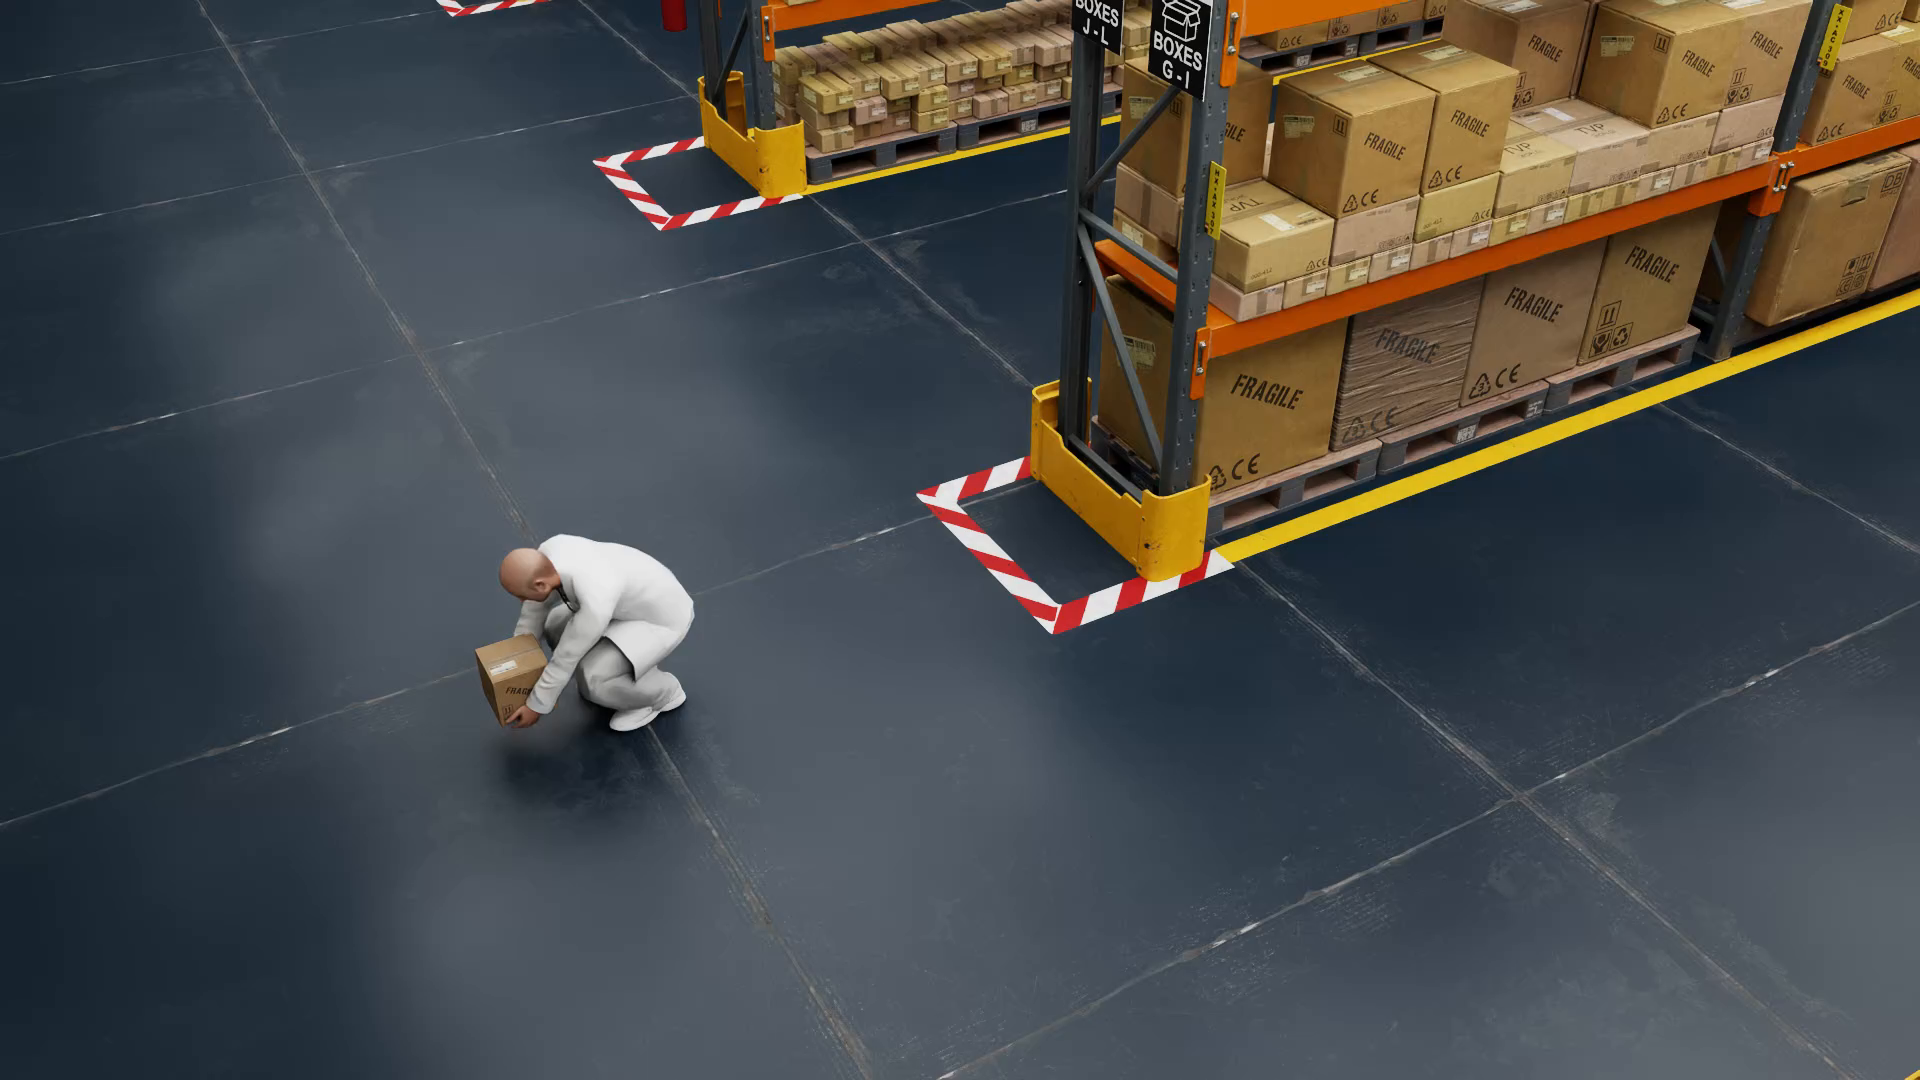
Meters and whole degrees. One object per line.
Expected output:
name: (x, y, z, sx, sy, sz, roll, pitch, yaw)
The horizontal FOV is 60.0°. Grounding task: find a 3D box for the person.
person: (-1.587, 0.357, 7.128, 0.912, 0.991, 0.580, -20, 41, -25)
